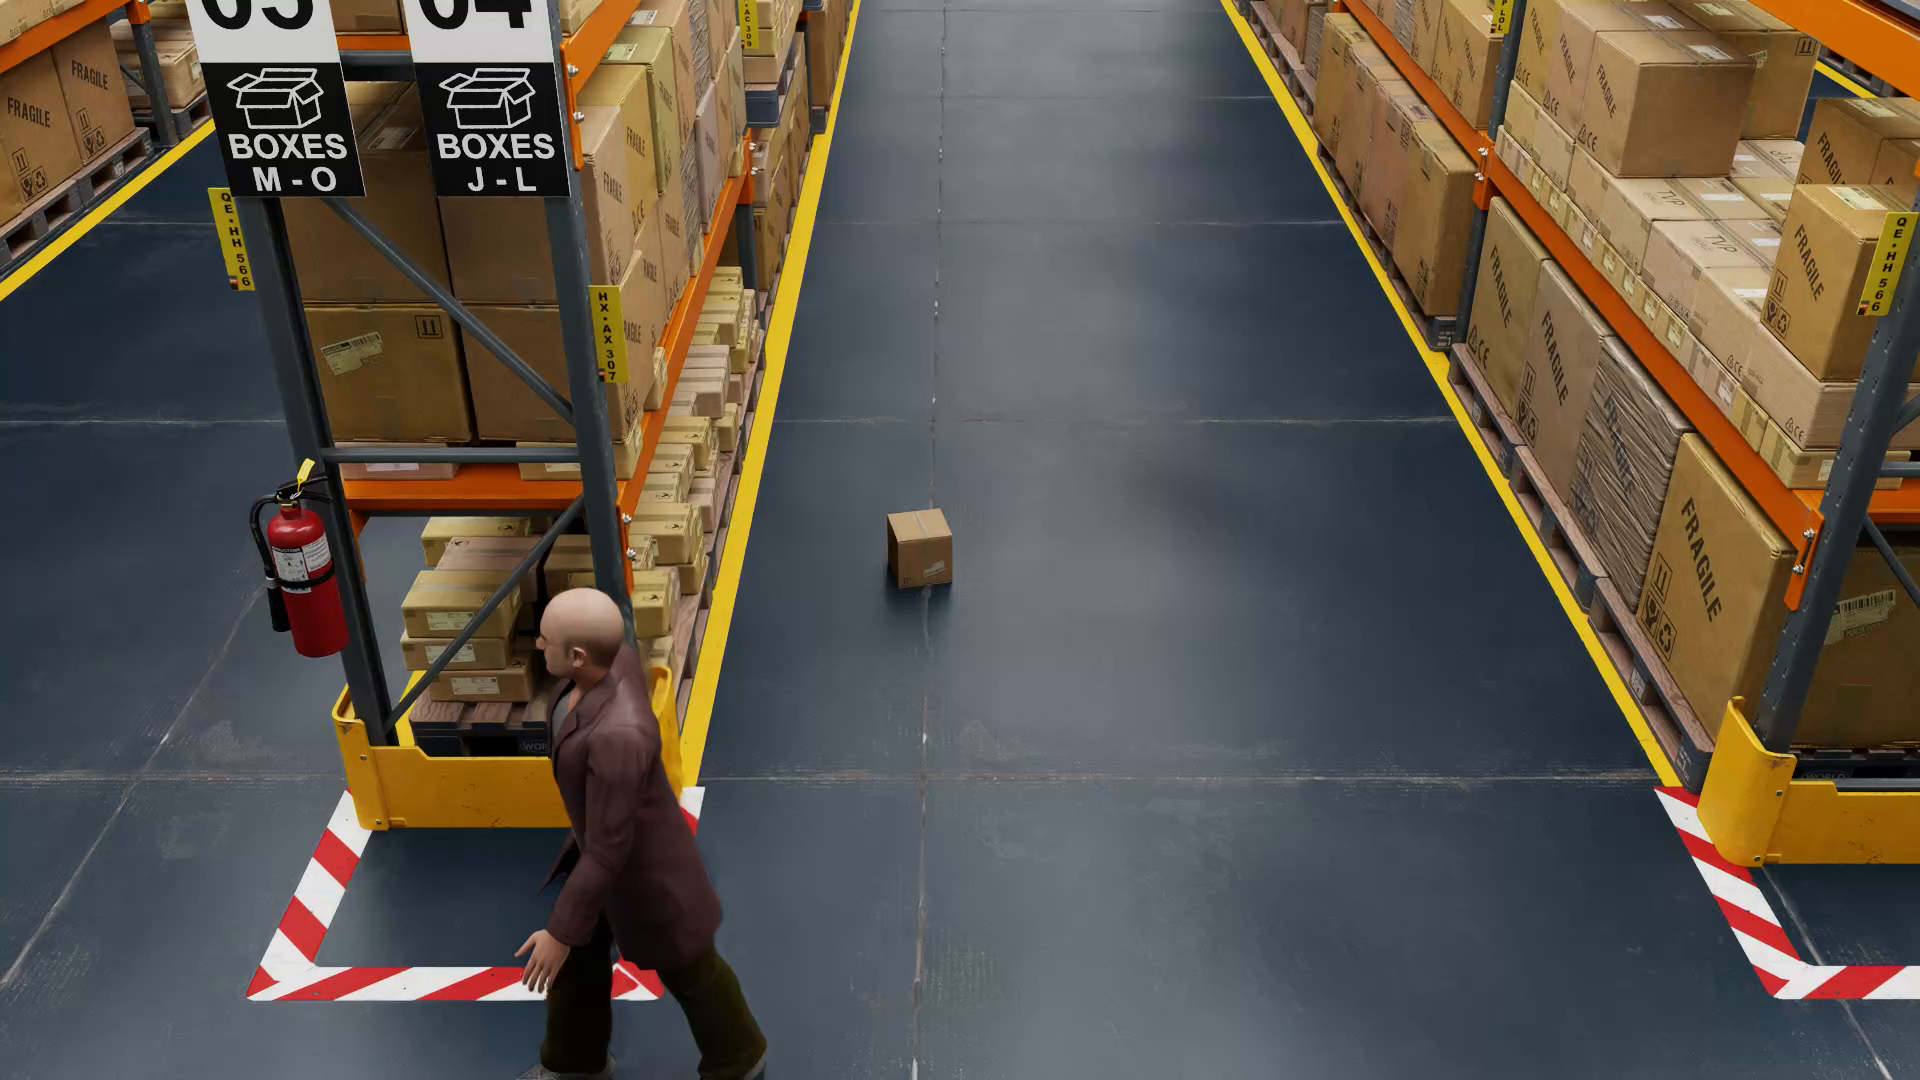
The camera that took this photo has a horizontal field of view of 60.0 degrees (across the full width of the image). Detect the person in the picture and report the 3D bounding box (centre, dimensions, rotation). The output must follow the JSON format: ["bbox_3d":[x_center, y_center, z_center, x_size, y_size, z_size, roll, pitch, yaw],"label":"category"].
[{"bbox_3d":[-0.983,0.925,4.602,0.788,1.794,0.642,-15,34,-24],"label":"person"}]
